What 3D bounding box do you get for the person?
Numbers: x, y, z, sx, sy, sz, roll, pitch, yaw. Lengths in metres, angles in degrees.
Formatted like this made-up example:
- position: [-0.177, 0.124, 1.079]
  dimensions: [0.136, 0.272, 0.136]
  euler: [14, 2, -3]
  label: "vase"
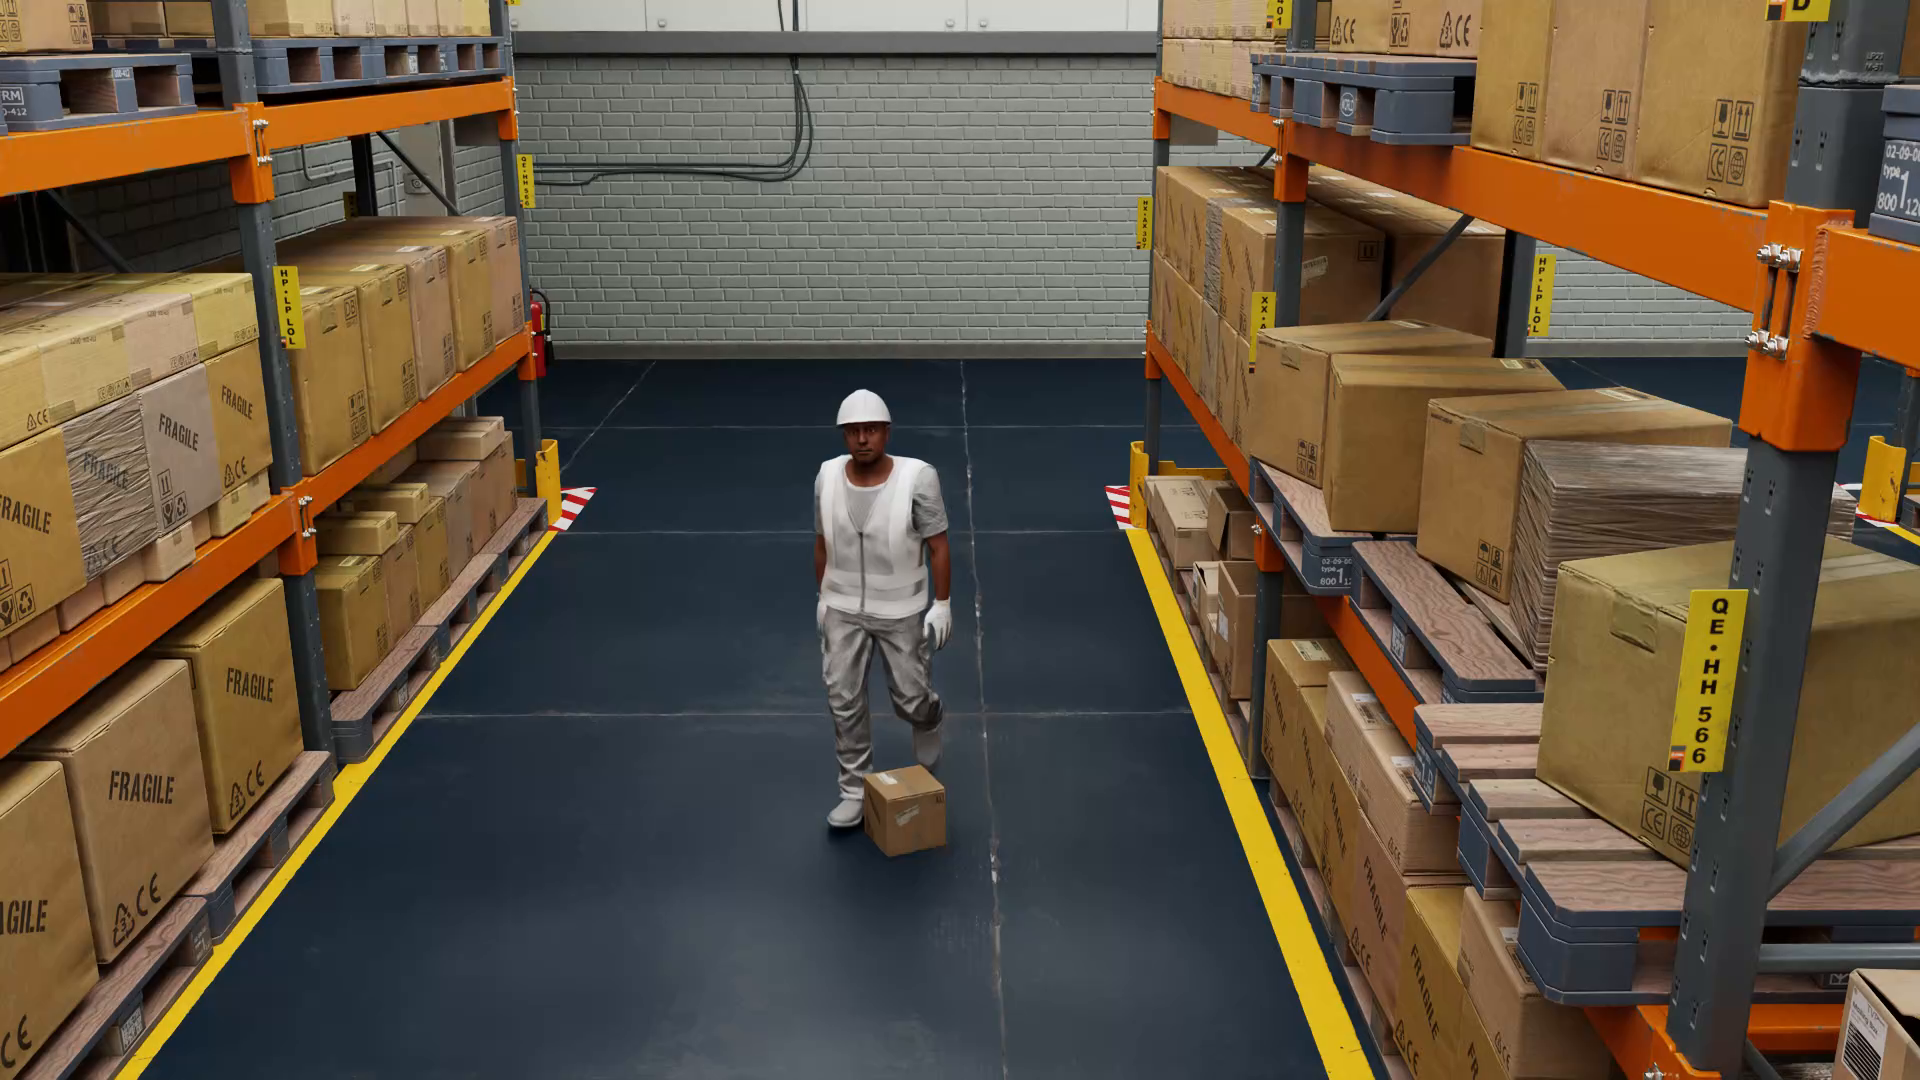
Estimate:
- position: [-0.300, 0.243, 6.688]
  dimensions: [0.579, 1.769, 0.722]
  euler: [4, 17, 13]
  label: "person"
